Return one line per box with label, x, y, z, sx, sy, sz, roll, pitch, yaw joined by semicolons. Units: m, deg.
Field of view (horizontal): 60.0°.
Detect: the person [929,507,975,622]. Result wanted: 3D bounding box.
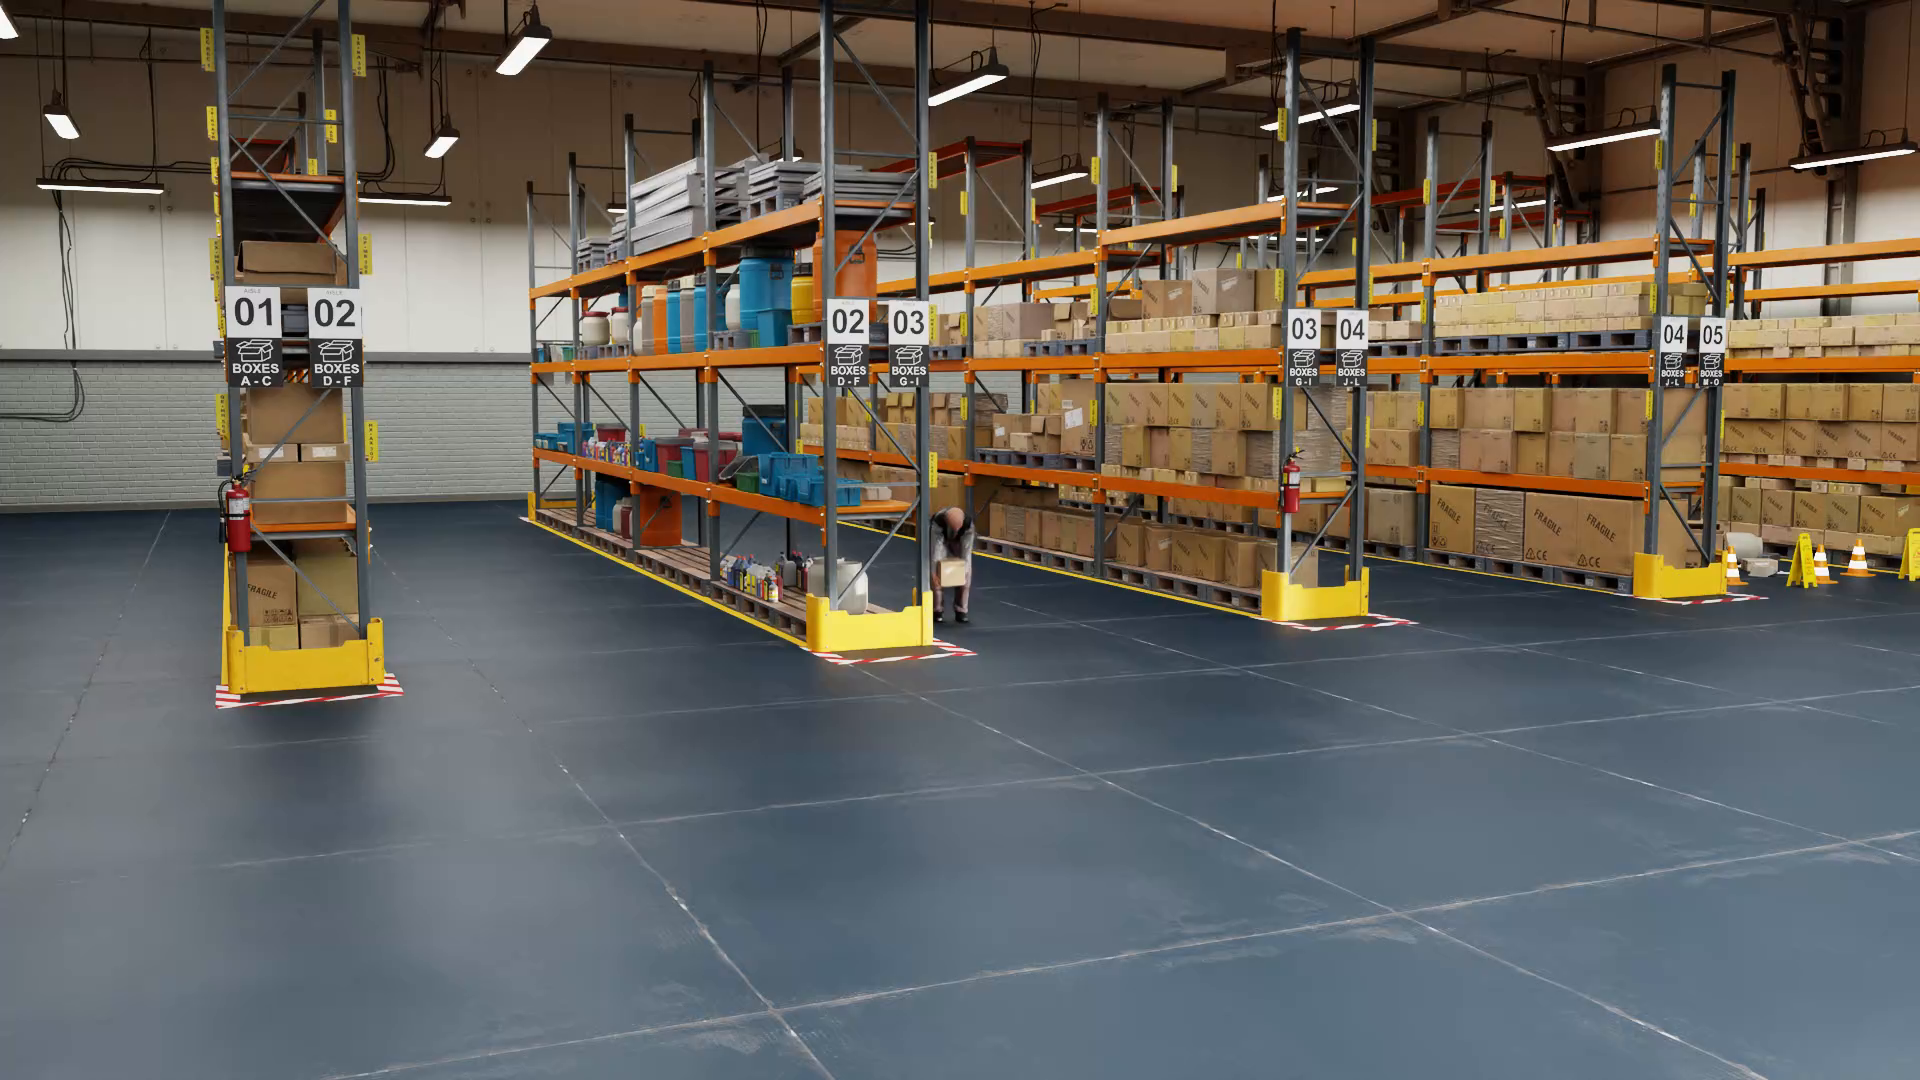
person;-0.087;0.252;16.939;0.457;1.214;0.937;-1;5;-7
